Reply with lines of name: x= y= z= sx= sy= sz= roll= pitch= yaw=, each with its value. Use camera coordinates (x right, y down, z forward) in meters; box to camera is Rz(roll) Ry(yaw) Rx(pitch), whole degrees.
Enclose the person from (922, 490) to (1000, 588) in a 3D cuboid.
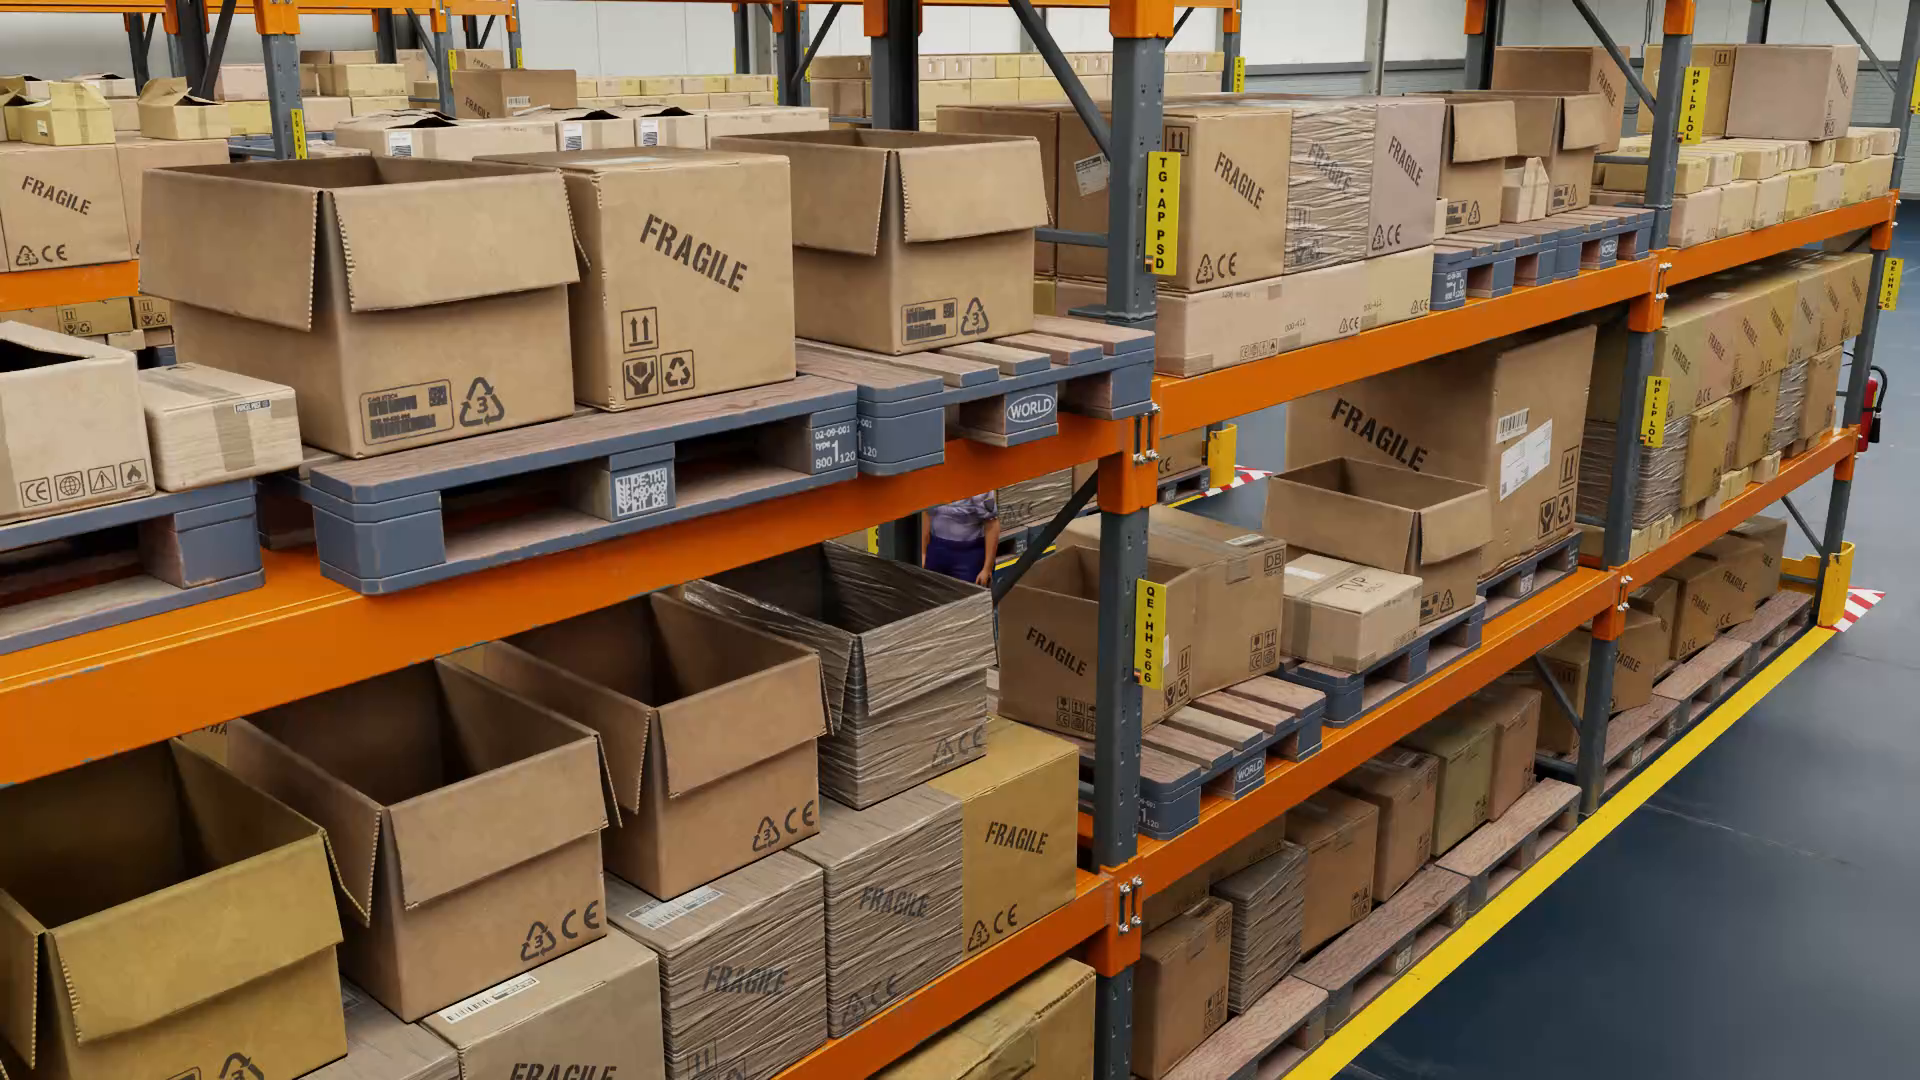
person: x=-0.028 y=0.133 z=9.624 sx=0.564 sy=1.651 sz=0.370 roll=13 pitch=21 yaw=36
